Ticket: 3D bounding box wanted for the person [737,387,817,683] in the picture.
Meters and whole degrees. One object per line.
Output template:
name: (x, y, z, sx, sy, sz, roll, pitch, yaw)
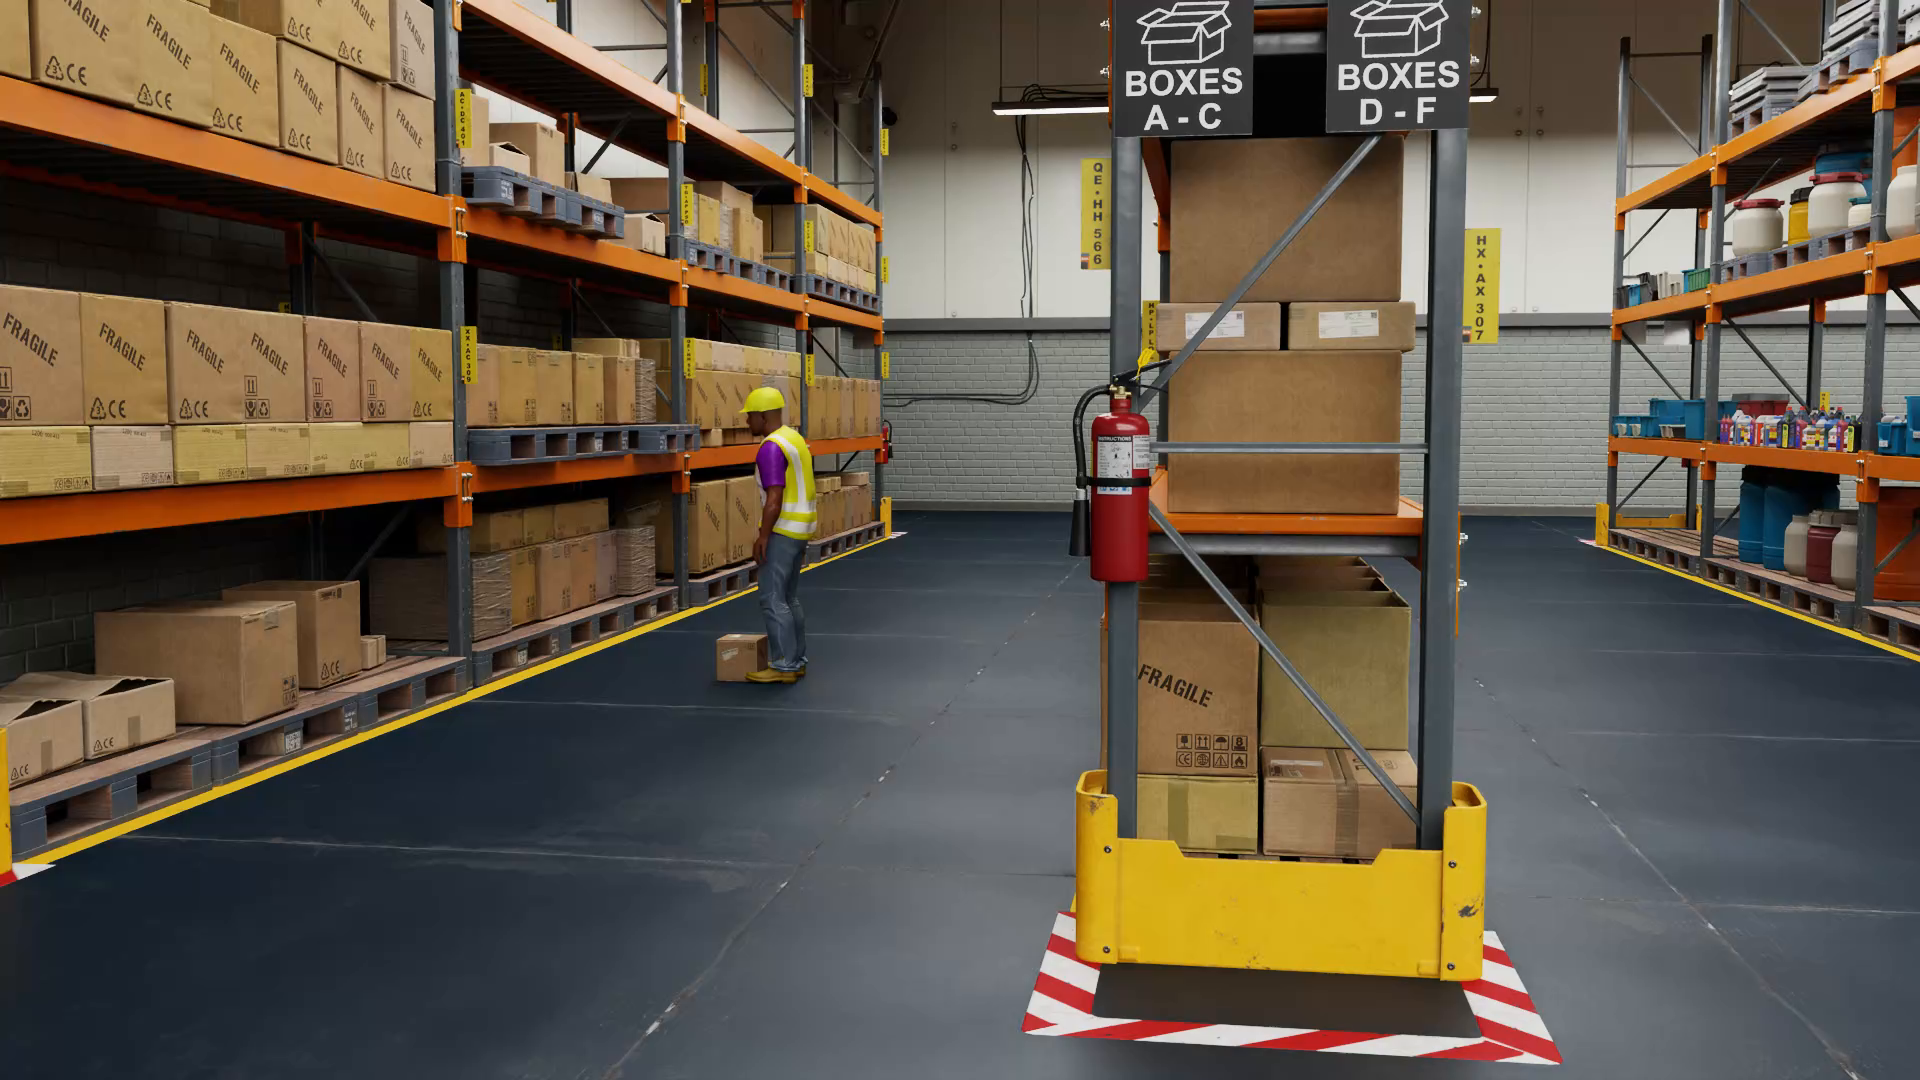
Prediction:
person: (-1.097, -0.036, 9.989, 0.460, 1.761, 0.627, 1, 5, 10)
